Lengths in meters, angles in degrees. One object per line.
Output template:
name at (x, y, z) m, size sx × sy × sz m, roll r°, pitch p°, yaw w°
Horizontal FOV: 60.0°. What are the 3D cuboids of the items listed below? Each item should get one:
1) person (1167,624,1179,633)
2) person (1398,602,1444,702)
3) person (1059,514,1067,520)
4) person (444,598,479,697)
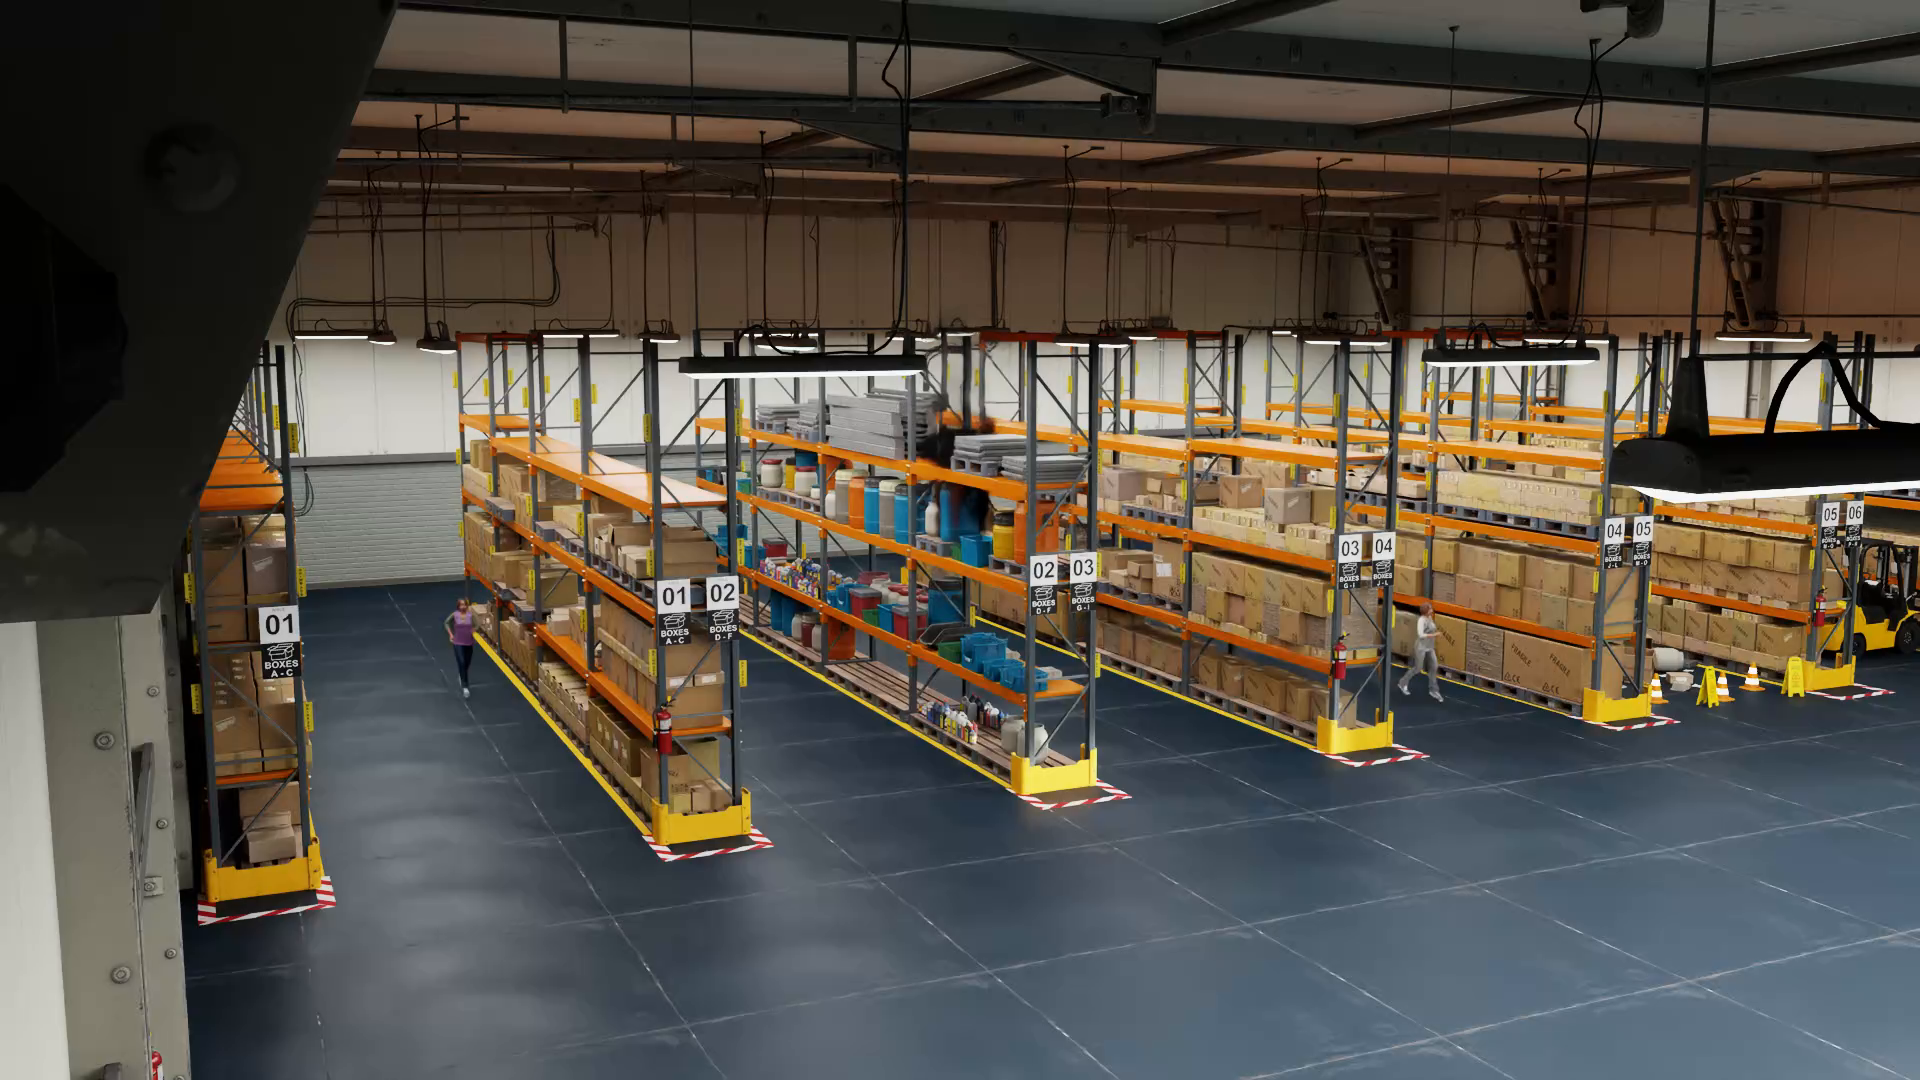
person at (4.173, 1.114, 32.175) m, size 0.631 × 1.844 × 0.729 m, roll -4°, pitch 9°, yaw -26°
person at (7.638, 1.826, 27.494) m, size 0.778 × 1.631 × 0.554 m, roll 7°, pitch 10°, yaw 41°
person at (2.361, 0.234, 39.240) m, size 0.563 × 1.738 × 0.838 m, roll -4°, pitch 8°, yaw -25°
person at (-8.360, 1.774, 27.963) m, size 0.521 × 1.598 × 0.871 m, roll -4°, pitch 9°, yaw -28°
